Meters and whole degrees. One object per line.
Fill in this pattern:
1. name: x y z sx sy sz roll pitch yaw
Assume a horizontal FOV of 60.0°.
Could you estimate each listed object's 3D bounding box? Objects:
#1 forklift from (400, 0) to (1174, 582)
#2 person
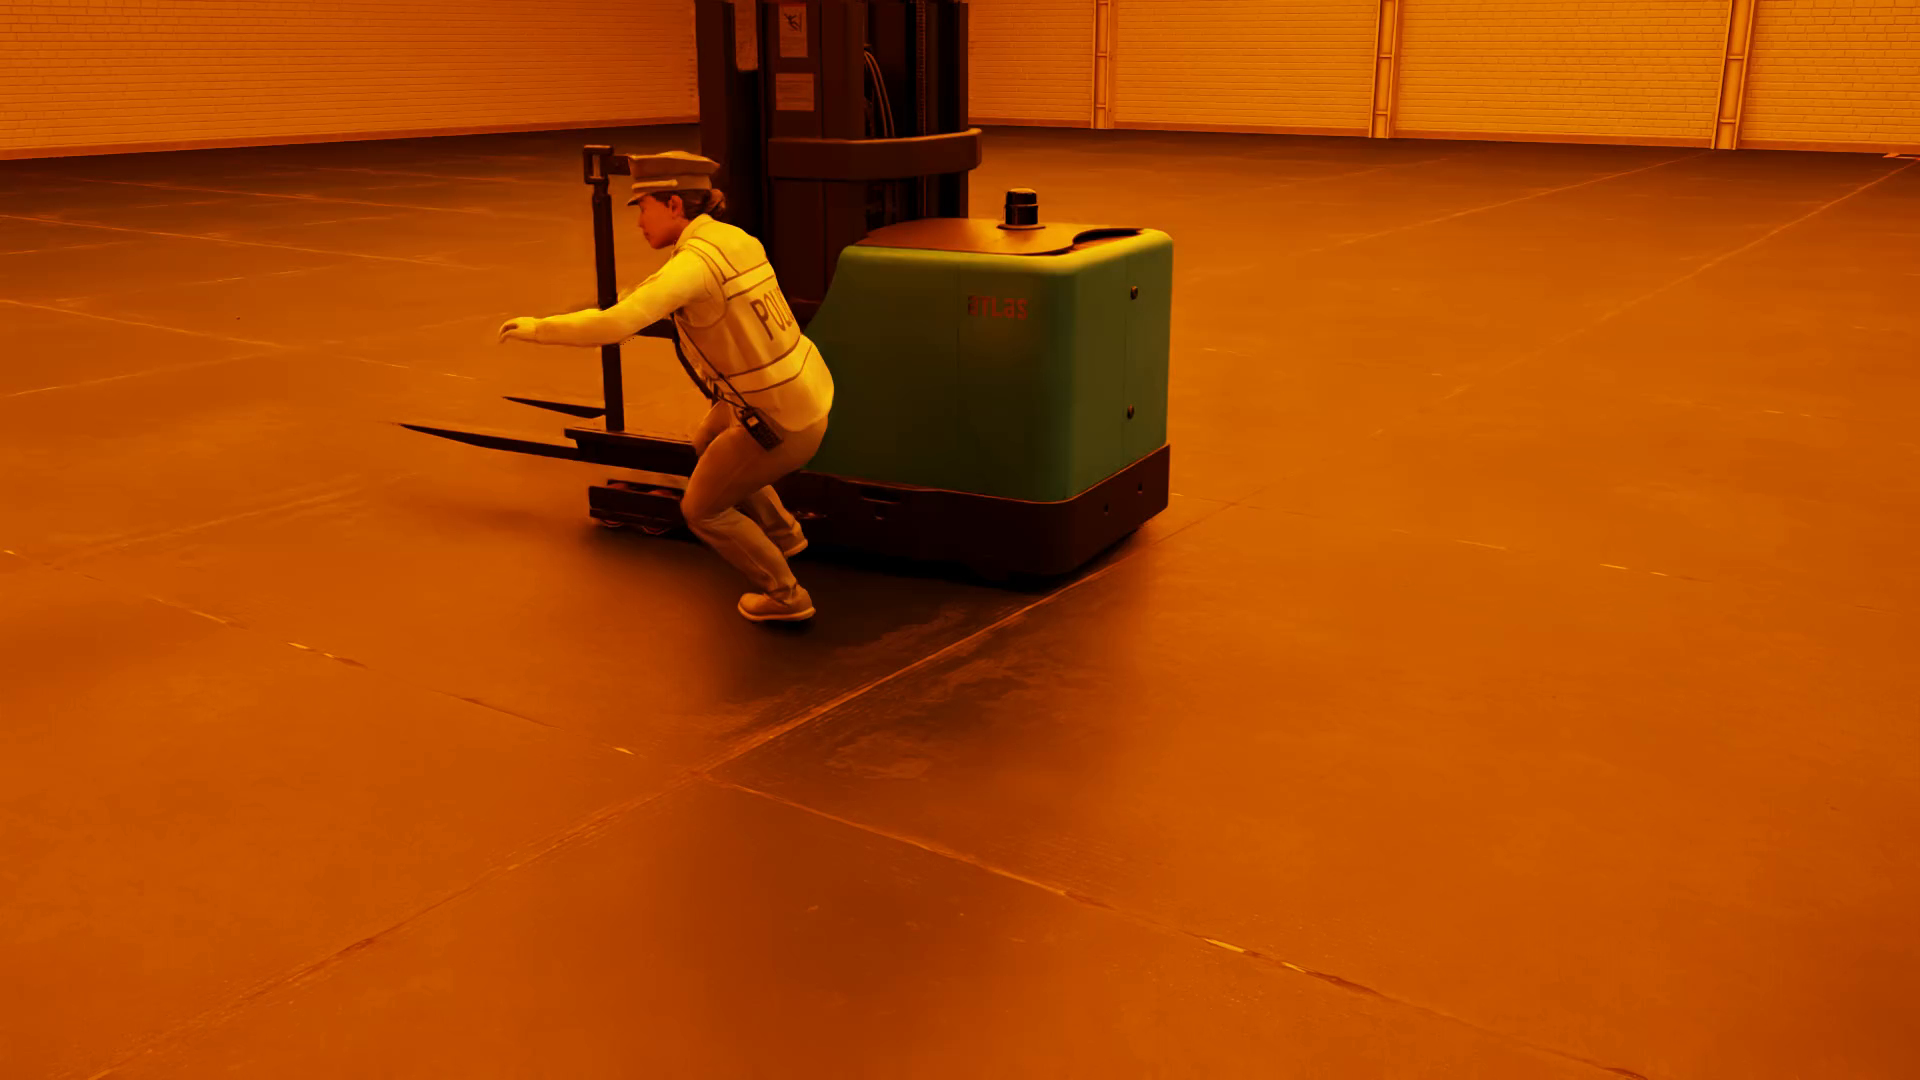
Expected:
1. forklift: -0.782 -1.546 6.003 3.031 2.935 1.130 9 19 26
2. person: -0.769 -0.415 4.850 0.868 1.425 1.105 2 17 7
